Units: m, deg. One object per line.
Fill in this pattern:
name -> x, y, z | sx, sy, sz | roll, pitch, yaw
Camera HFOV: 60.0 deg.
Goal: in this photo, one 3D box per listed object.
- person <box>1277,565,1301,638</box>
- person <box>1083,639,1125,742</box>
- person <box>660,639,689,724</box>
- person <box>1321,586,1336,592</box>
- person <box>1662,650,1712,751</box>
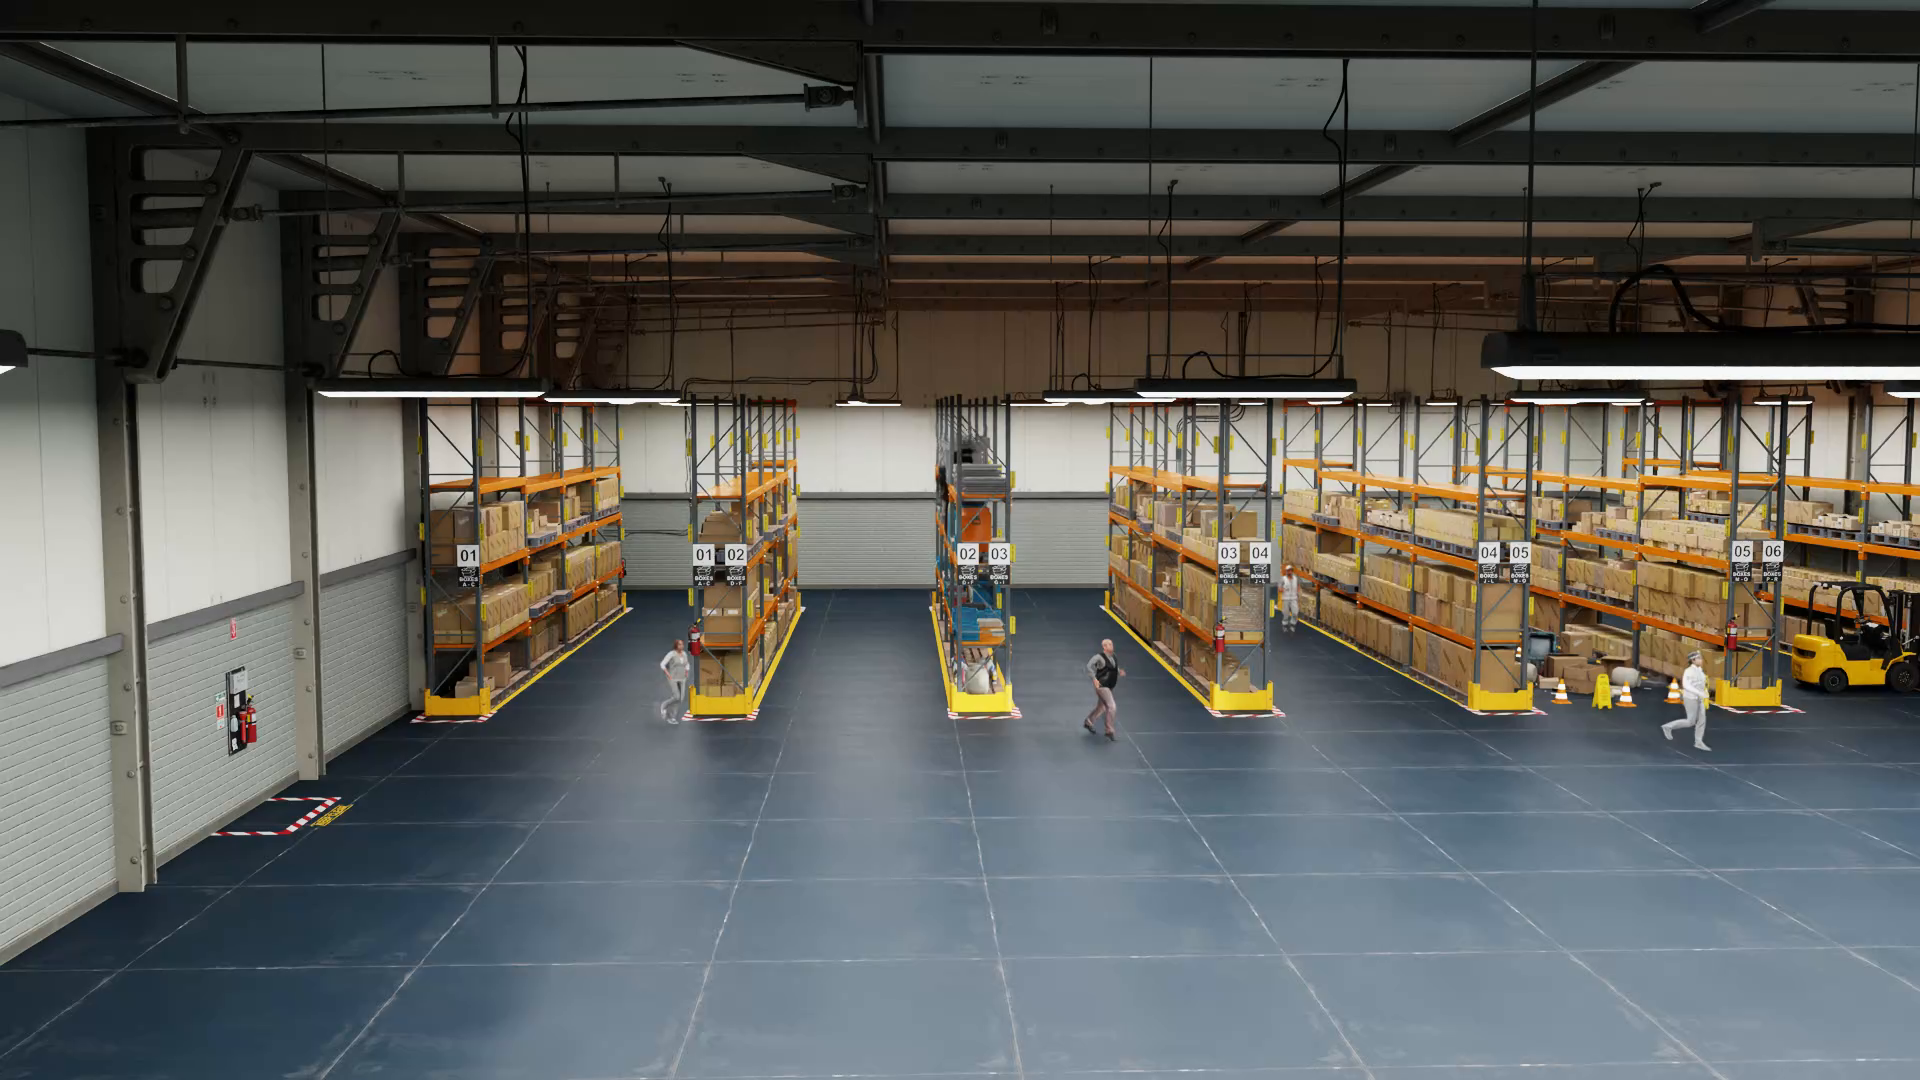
person -> 8.285, 1.546, 41.757 | 0.631, 1.823, 0.711 | 0, 4, -1
person -> 2.491, 2.589, 28.888 | 0.794, 1.772, 0.652 | 3, 5, 34
person -> -5.162, 2.571, 30.311 | 0.562, 1.543, 0.496 | -4, 6, -43
person -> 10.768, 1.043, 48.640 | 0.763, 1.707, 0.770 | -4, 6, -39
person -> 12.347, 2.687, 28.126 | 0.781, 1.695, 0.624 | 4, 6, 43
